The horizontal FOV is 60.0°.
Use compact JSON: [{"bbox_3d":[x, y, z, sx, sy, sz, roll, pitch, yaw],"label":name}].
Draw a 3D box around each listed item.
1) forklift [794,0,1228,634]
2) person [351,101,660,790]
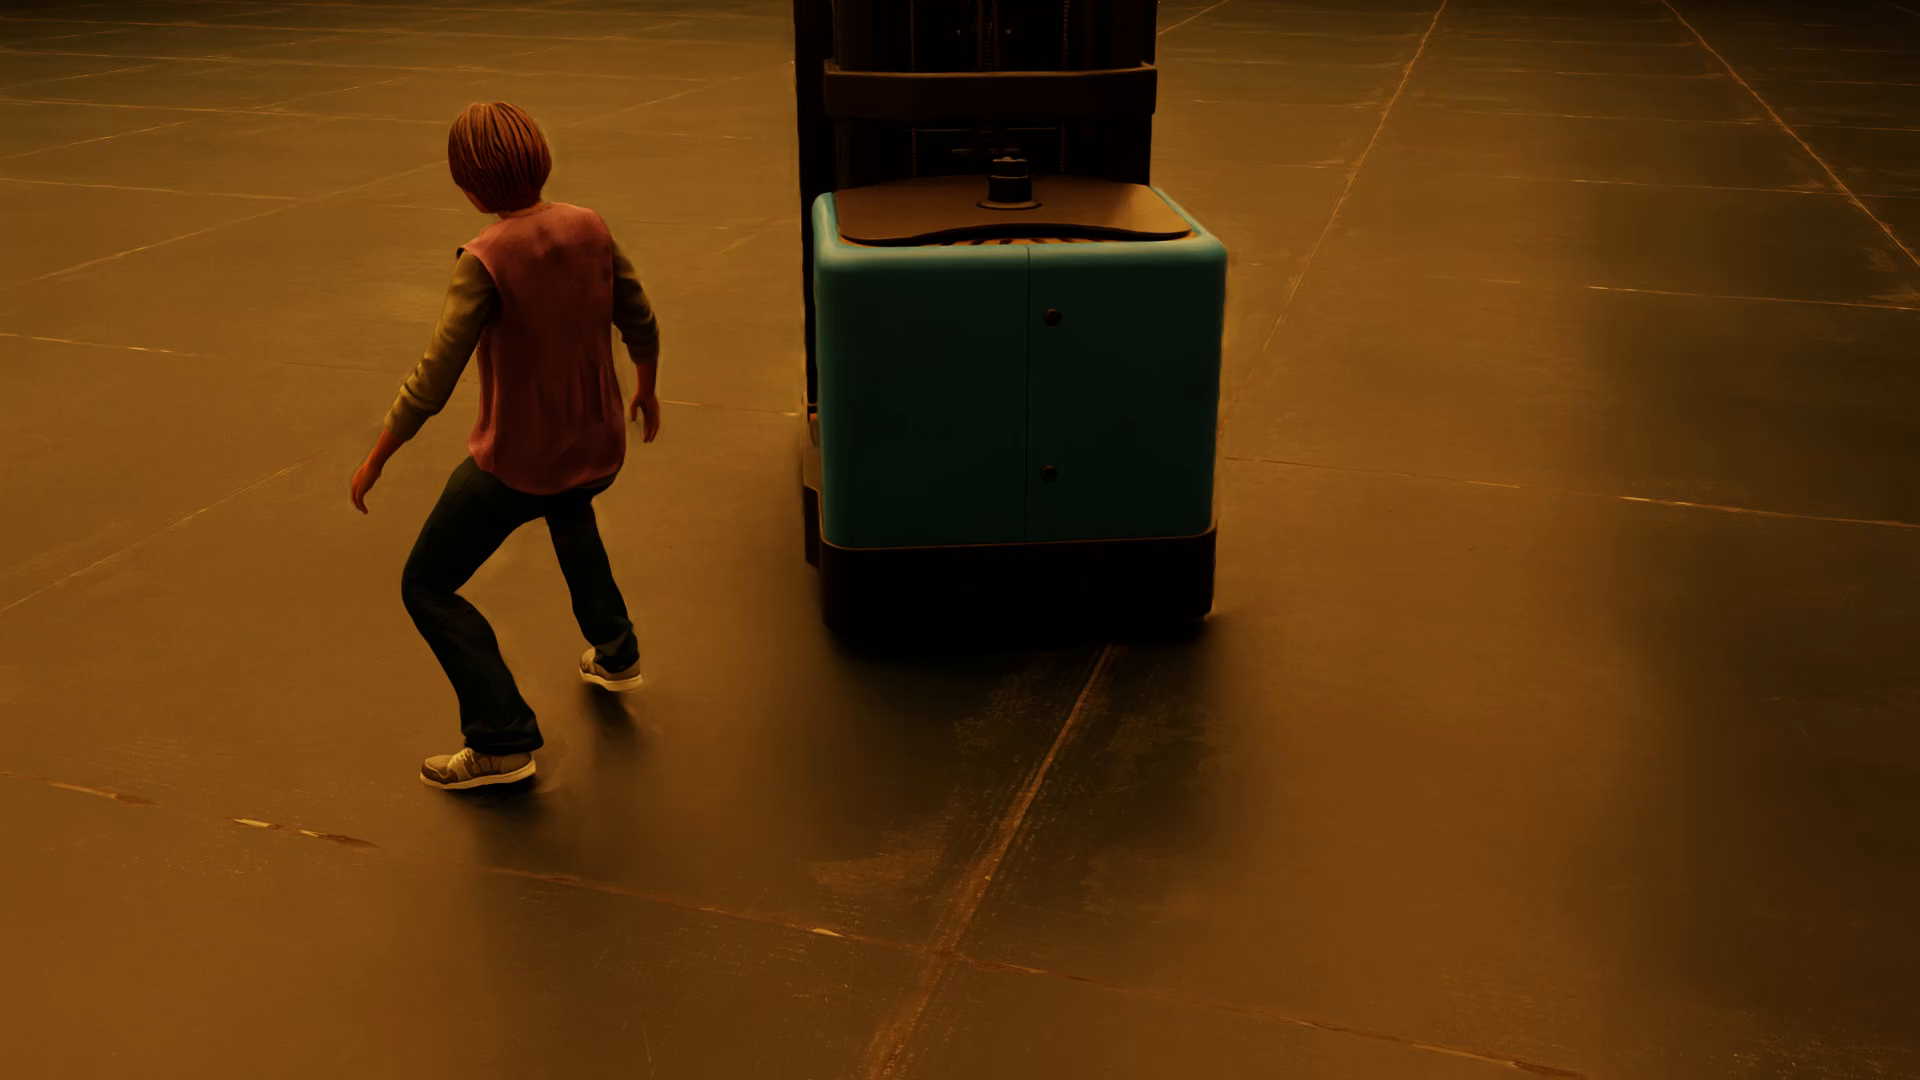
[{"bbox_3d":[0.021,-1.632,5.234,1.130,2.935,3.031,-2,23,-5],"label":"forklift"},{"bbox_3d":[-0.990,-0.215,3.723,0.453,1.489,0.767,18,28,37],"label":"person"}]
